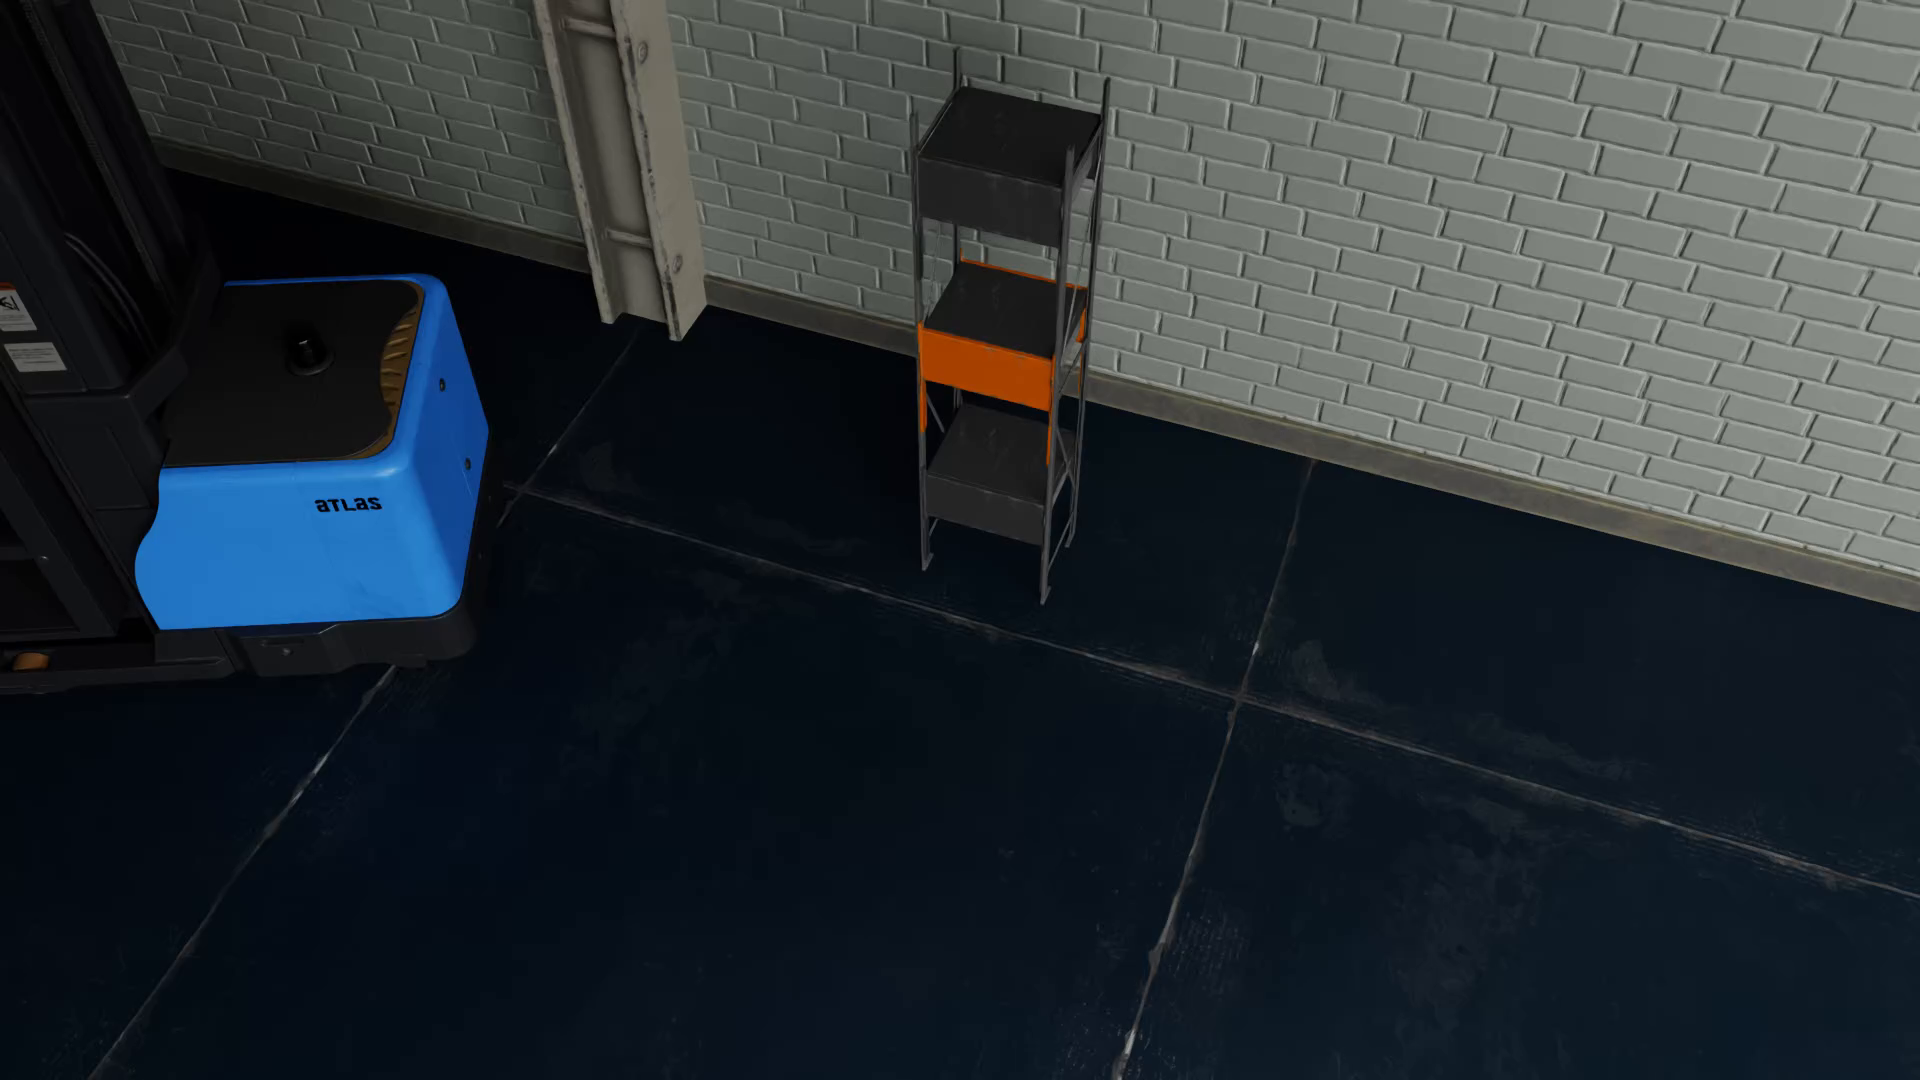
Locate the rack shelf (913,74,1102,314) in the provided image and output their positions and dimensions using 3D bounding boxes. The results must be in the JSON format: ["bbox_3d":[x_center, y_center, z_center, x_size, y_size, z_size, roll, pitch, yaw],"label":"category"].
[{"bbox_3d":[0.155,-1.094,5.267,0.480,0.518,0.431,16,51,13],"label":"rack shelf"}]

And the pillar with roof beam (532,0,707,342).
[{"bbox_3d":[-2.868,-0.935,1.472,0.400,9.000,9.100,16,51,13],"label":"pillar with roof beam"}]

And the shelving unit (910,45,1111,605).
[{"bbox_3d":[0.155,-0.644,5.786,0.503,2.100,0.431,16,51,13],"label":"shelving unit"}]

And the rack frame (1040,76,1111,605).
[{"bbox_3d":[0.384,-0.580,5.730,0.015,2.100,0.400,16,51,13],"label":"rack frame"}]

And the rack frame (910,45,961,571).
[{"bbox_3d":[-0.074,-0.708,5.841,0.015,2.100,0.400,16,51,13],"label":"rack frame"}]

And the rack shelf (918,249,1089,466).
[{"bbox_3d":[0.155,-0.635,5.796,0.480,0.518,0.431,16,51,13],"label":"rack shelf"}]

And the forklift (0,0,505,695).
[{"bbox_3d":[-3.336,-0.799,5.370,3.031,2.935,1.130,-3,49,-2],"label":"forklift"}]

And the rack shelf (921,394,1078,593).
[{"bbox_3d":[0.155,-0.177,6.325,0.480,0.518,0.431,16,51,13],"label":"rack shelf"}]
